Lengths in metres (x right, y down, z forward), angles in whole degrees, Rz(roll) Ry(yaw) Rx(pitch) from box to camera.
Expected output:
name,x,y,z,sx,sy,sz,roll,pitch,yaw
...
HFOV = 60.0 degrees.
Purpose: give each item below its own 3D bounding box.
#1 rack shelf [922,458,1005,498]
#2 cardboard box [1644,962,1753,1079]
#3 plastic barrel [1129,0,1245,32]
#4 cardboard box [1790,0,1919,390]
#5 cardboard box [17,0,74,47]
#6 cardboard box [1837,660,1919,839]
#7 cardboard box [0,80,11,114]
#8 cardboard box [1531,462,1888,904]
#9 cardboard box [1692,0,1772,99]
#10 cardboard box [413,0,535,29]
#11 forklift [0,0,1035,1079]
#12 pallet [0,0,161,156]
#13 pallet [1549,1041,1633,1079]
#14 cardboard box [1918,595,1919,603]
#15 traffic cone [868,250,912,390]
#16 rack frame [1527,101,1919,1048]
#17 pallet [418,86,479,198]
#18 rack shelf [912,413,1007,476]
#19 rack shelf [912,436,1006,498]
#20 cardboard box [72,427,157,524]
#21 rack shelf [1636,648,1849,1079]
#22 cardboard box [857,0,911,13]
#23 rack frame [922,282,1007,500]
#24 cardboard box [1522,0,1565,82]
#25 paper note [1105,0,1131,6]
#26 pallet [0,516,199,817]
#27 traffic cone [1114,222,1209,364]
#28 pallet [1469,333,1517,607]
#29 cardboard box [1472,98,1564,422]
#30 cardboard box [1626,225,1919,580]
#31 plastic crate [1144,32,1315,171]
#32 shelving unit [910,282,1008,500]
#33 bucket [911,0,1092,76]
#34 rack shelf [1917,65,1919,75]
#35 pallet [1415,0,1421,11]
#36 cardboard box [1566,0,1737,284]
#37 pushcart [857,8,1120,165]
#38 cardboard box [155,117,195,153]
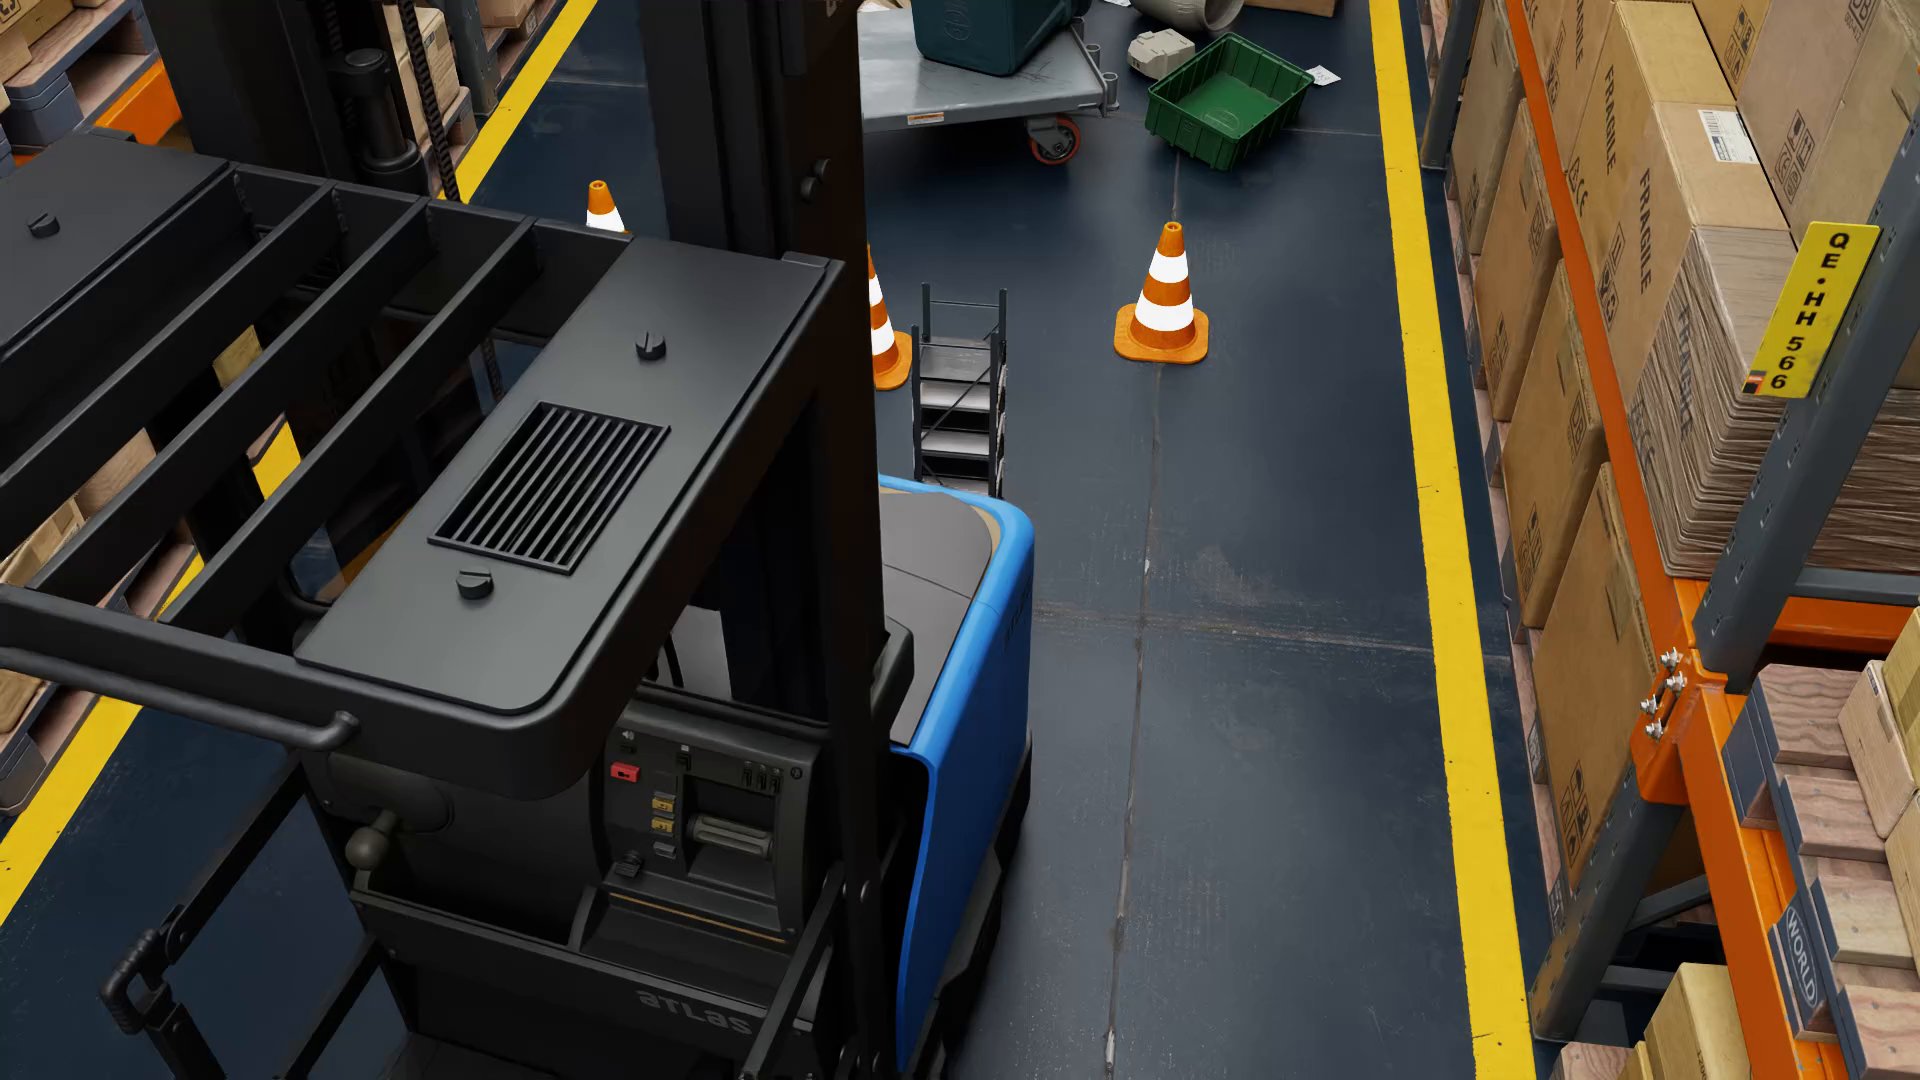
name,x,y,z,sx,sy,sz,roll,pitch,yaw
rack shelf,-0.001,-0.166,5.081,0.258,0.077,0.200,5,44,6
cardboard box,1.545,1.045,2.932,0.500,0.250,0.500,3,44,4
plastic barrel,1.035,-2.589,7.676,0.421,0.421,0.512,-32,52,-29
cardboard box,1.946,-0.590,2.891,0.700,0.500,0.500,5,44,5
cardboard box,-2.654,-1.457,4.485,0.380,0.149,0.250,7,44,7
cardboard box,1.617,0.340,2.587,0.380,0.149,0.250,5,44,5
cardboard box,-2.607,-1.090,4.097,0.380,0.149,0.250,5,44,6
cardboard box,2.046,0.372,4.006,1.050,0.750,0.750,5,44,5
cardboard box,2.077,-1.285,3.625,0.700,0.500,0.500,5,44,5
cardboard box,-2.169,-2.524,7.429,0.500,0.250,0.500,3,44,4
forklift,-0.743,0.503,2.587,1.130,2.935,3.031,12,45,13
pallet,-2.823,-1.550,4.845,1.003,0.211,1.213,5,44,6
pallet,1.772,1.659,3.344,1.003,0.211,1.213,5,44,6
cardboard box,1.623,0.138,2.368,0.380,0.149,0.250,5,44,6
traffic cone,-0.338,-0.811,5.770,0.336,0.463,0.334,5,44,6
rack frame,1.876,0.114,2.947,1.000,3.000,0.127,5,44,6
pallet,-2.616,-1.449,6.627,1.003,0.211,1.213,5,44,6
rack shelf,-0.001,-0.297,4.958,0.258,0.077,0.200,5,44,6
rack shelf,-0.001,-0.232,5.020,0.258,0.077,0.200,5,44,6
cardboard box,-2.869,-0.353,5.047,0.950,0.372,0.625,4,44,5
rack shelf,1.612,1.739,1.755,1.077,0.370,4.000,5,44,6
cardboard box,-0.280,-2.360,7.549,0.258,0.266,0.396,-24,48,-23
rack frame,0.012,-0.391,5.008,0.240,0.900,0.006,5,44,6
cardboard box,1.934,-1.629,4.716,0.500,0.500,0.500,5,44,5
paper note,0.771,-2.622,8.003,0.172,0.023,0.155,20,47,20
pallet,-2.939,0.214,4.871,1.003,0.211,1.213,5,44,6
traffic cone,0.731,-0.914,5.878,0.336,0.463,0.334,5,44,6
pallet,2.219,-0.232,5.342,1.003,0.211,1.213,5,44,6
cardboard box,2.281,-0.859,5.306,1.050,0.750,0.750,5,44,6
cardboard box,1.670,-0.253,3.263,0.500,0.500,0.500,5,44,6
plastic crate,1.130,-1.849,7.024,0.450,0.188,0.662,35,53,18
shelving unit,-0.001,-0.321,4.935,0.258,0.900,0.210,5,44,6
bucket,0.138,-2.277,6.749,0.726,0.611,0.620,20,57,20
rack shelf,2.141,-2.077,3.603,1.077,0.370,4.000,5,44,6
pallet,2.742,-2.944,8.206,1.003,0.211,1.213,5,44,6
cardboard box,1.803,-0.934,3.982,0.500,0.500,0.500,5,44,5
pushcart,-0.248,-1.867,6.948,1.648,0.377,0.936,-9,44,-9
cardboard box,-2.673,-1.343,6.093,0.950,0.372,0.625,8,44,8
